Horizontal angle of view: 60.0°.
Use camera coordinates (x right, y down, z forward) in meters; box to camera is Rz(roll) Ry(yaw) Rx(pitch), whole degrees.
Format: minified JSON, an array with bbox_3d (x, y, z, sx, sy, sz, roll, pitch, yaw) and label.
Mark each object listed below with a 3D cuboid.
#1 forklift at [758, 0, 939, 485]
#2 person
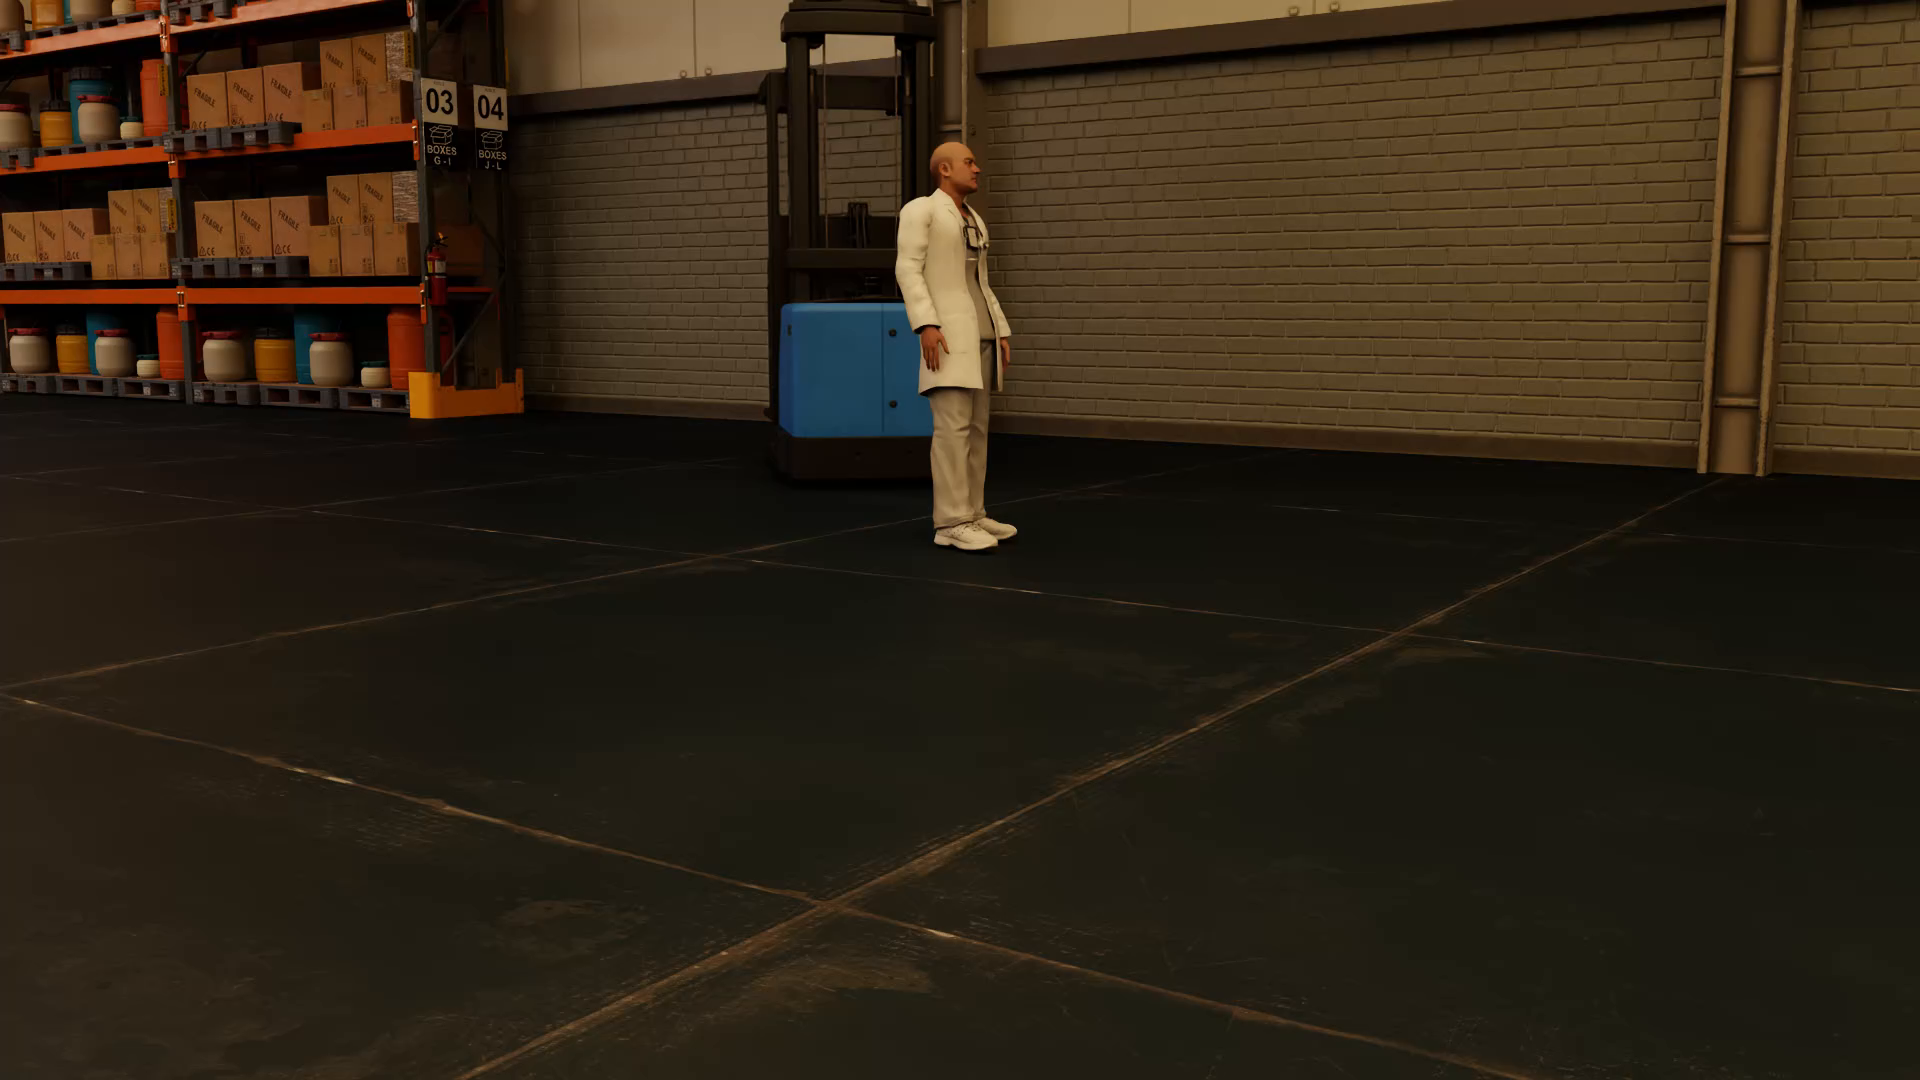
[{"bbox_3d":[-0.725,-1.946,10.876,1.130,2.935,3.031,-2,8,-11],"label":"forklift"},{"bbox_3d":[0.072,-0.880,7.423,0.581,1.775,0.694,5,10,34],"label":"person"}]
